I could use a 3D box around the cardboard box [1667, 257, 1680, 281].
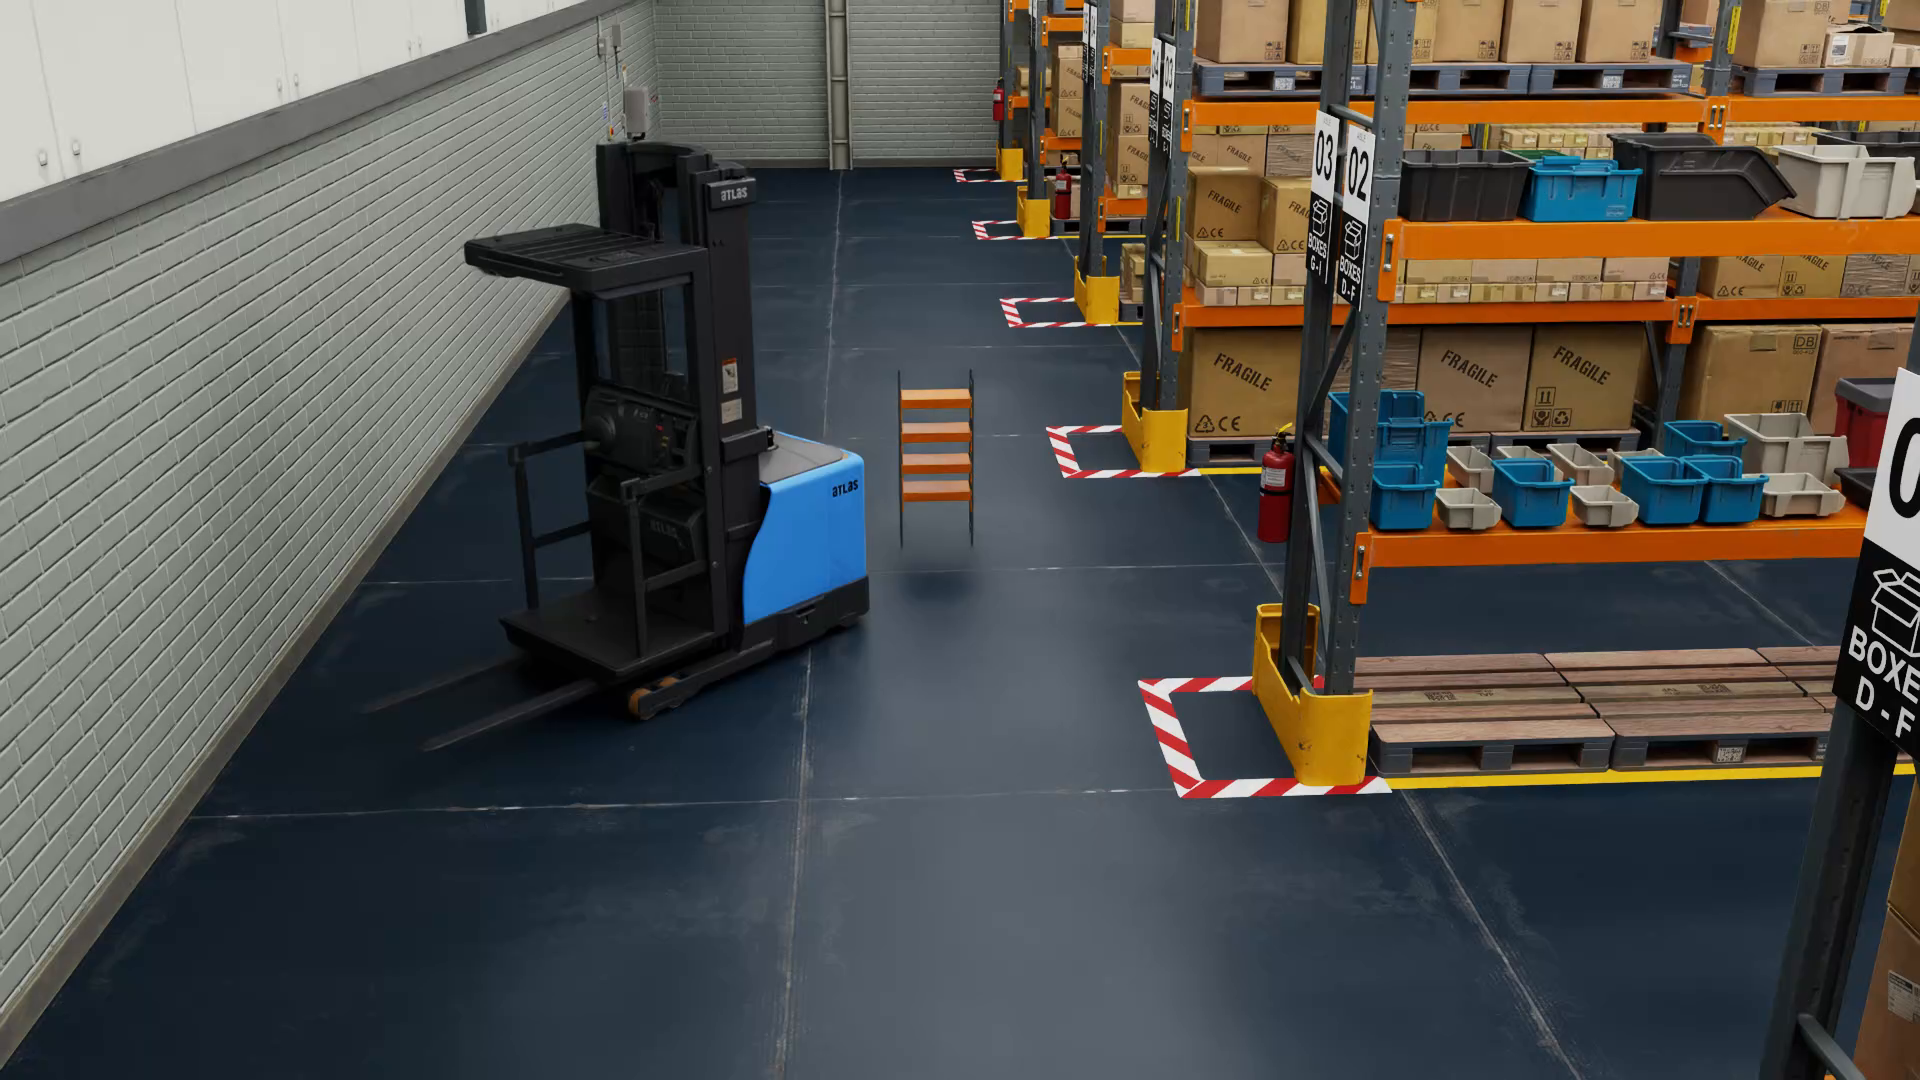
[{"bbox_3d":[6.034,-2.371,13.491,0.500,0.500,0.500,-1,21,-3],"label":"cardboard box"}]

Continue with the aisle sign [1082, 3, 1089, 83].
[{"bbox_3d":[1.317,-5.220,17.463,0.004,0.787,0.394,-1,21,-3],"label":"aisle sign"}]

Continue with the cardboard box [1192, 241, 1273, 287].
[{"bbox_3d":[2.084,-2.119,12.763,0.500,0.250,0.500,-2,21,-4],"label":"cardboard box"}]

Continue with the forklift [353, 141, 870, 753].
[{"bbox_3d":[-1.908,-0.594,9.062,1.130,2.935,3.031,17,27,38],"label":"forklift"}]

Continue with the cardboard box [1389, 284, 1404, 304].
[{"bbox_3d":[3.246,-1.936,12.843,0.250,0.149,0.380,-1,21,-4],"label":"cardboard box"}]

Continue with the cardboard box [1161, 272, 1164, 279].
[{"bbox_3d":[2.221,-2.808,17.779,0.250,0.149,0.380,-1,21,-3],"label":"cardboard box"}]

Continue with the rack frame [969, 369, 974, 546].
[{"bbox_3d":[0.078,-0.562,11.412,0.015,1.200,0.240,-1,21,-3],"label":"rack frame"}]

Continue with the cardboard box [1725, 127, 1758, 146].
[{"bbox_3d":[8.152,-4.230,17.443,0.250,0.149,0.380,-1,21,-1],"label":"cardboard box"}]

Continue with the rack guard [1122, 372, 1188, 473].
[{"bbox_3d":[1.565,-0.967,13.459,0.348,0.500,1.175,-1,21,-3],"label":"rack guard"}]

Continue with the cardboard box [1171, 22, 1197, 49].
[{"bbox_3d":[2.396,-5.159,16.952,0.500,0.250,0.500,-1,21,-1],"label":"cardboard box"}]

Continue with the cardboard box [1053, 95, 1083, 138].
[{"bbox_3d":[1.519,-5.611,22.002,0.500,0.500,0.500,-1,21,-3],"label":"cardboard box"}]

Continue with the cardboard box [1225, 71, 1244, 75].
[{"bbox_3d":[3.547,-6.123,21.942,0.500,0.500,0.500,-1,21,-2],"label":"cardboard box"}]

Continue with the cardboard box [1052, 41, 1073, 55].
[{"bbox_3d":[1.370,-6.552,22.157,0.250,0.149,0.380,-1,21,-2],"label":"cardboard box"}]

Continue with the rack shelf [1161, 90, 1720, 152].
[{"bbox_3d":[3.586,-3.242,12.717,4.000,0.370,1.077,-1,21,-3],"label":"rack shelf"}]

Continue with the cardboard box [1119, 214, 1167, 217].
[{"bbox_3d":[2.590,-4.726,22.829,0.875,0.438,0.875,-1,21,-2],"label":"cardboard box"}]

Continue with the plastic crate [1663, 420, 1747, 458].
[{"bbox_3d":[3.908,-0.459,8.763,0.300,0.233,0.416,-1,21,-3],"label":"plastic crate"}]

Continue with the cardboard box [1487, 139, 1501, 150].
[{"bbox_3d":[5.786,-4.277,17.985,0.250,0.149,0.380,-1,21,-1],"label":"cardboard box"}]

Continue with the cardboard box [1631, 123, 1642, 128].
[{"bbox_3d":[7.360,-4.448,18.015,0.250,0.149,0.380,-1,21,-4],"label":"cardboard box"}]

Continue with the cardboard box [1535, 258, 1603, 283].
[{"bbox_3d":[4.640,-2.173,12.905,0.500,0.250,0.500,-1,21,-1],"label":"cardboard box"}]

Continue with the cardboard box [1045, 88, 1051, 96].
[{"bbox_3d":[1.332,-7.233,26.756,0.250,0.149,0.380,-1,21,-2],"label":"cardboard box"}]

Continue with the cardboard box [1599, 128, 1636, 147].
[{"bbox_3d":[6.859,-4.205,17.376,0.250,0.149,0.380,-1,21,-4],"label":"cardboard box"}]

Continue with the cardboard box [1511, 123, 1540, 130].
[{"bbox_3d":[6.058,-4.422,17.945,0.250,0.149,0.380,-2,21,-5],"label":"cardboard box"}]

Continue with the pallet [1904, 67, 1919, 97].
[{"bbox_3d":[7.820,-3.557,12.796,1.213,0.211,1.003,0,21,-1],"label":"pallet"}]

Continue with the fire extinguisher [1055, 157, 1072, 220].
[{"bbox_3d":[1.129,-3.849,18.146,0.183,0.674,0.296,-1,21,-3],"label":"fire extinguisher"}]

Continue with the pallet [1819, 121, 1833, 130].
[{"bbox_3d":[12.233,-5.847,23.032,1.213,0.211,1.003,-1,21,-3],"label":"pallet"}]

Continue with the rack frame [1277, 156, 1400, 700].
[{"bbox_3d":[1.872,-0.377,8.395,0.127,3.000,1.000,-1,21,-3],"label":"rack frame"}]

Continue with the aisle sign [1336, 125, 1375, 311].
[{"bbox_3d":[1.817,-1.485,7.651,0.004,0.787,0.394,-1,21,-3],"label":"aisle sign"}]

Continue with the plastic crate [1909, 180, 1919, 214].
[{"bbox_3d":[4.617,-1.576,7.698,0.466,0.136,0.293,-1,21,-3],"label":"plastic crate"}]

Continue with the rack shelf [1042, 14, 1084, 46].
[{"bbox_3d":[3.020,-6.763,21.963,4.000,0.370,1.077,-1,21,-3],"label":"rack shelf"}]

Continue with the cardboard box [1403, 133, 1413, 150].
[{"bbox_3d":[4.415,-4.047,17.476,0.500,0.500,0.500,-2,21,-5],"label":"cardboard box"}]

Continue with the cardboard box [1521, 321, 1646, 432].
[{"bbox_3d":[4.919,-1.436,13.572,0.875,0.875,0.875,-1,21,-3],"label":"cardboard box"}]

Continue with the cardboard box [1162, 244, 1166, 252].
[{"bbox_3d":[2.175,-3.128,18.200,0.250,0.149,0.380,-1,21,-2],"label":"cardboard box"}]

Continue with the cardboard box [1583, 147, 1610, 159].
[{"bbox_3d":[6.596,-4.061,17.416,0.250,0.149,0.380,-2,21,-5],"label":"cardboard box"}]

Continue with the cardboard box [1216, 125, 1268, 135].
[{"bbox_3d":[2.894,-4.483,17.217,0.500,0.500,0.500,-2,21,-4],"label":"cardboard box"}]

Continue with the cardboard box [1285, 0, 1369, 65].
[{"bbox_3d":[2.674,-3.826,12.367,0.500,0.500,0.700,-2,21,-5],"label":"cardboard box"}]

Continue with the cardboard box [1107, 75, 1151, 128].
[{"bbox_3d":[1.850,-4.651,17.657,0.500,0.500,0.500,-2,21,-4],"label":"cardboard box"}]

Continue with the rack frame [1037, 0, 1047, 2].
[{"bbox_3d":[1.023,-8.460,21.195,0.127,3.000,1.000,-1,21,-3],"label":"rack frame"}]

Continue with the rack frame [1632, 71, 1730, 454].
[{"bbox_3d":[5.583,-2.217,13.229,0.127,3.000,1.000,-1,21,-3],"label":"rack frame"}]

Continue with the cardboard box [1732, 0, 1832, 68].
[{"bbox_3d":[6.161,-3.878,12.643,0.500,0.500,0.700,-1,21,-2],"label":"cardboard box"}]

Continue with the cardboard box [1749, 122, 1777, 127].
[{"bbox_3d":[8.653,-4.473,18.079,0.250,0.149,0.380,-2,21,-5],"label":"cardboard box"}]

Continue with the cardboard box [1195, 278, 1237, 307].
[{"bbox_3d":[1.962,-1.909,12.772,0.250,0.149,0.380,-1,21,-2],"label":"cardboard box"}]

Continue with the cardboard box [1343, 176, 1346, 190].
[{"bbox_3d":[3.100,-2.492,12.690,0.500,0.500,0.500,-2,21,-5],"label":"cardboard box"}]

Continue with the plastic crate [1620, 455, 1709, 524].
[{"bbox_3d":[3.452,-0.241,8.190,0.300,0.233,0.416,-1,21,-3],"label":"plastic crate"}]

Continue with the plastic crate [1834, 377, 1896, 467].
[{"bbox_3d":[4.960,-0.587,8.772,0.583,0.464,0.402,-1,21,-3],"label":"plastic crate"}]

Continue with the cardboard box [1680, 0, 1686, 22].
[{"bbox_3d":[7.811,-5.569,17.677,0.500,0.500,0.500,-1,21,-3],"label":"cardboard box"}]

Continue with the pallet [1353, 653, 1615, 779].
[{"bbox_3d":[2.697,0.924,8.899,1.213,0.211,1.003,-1,21,-3],"label":"pallet"}]

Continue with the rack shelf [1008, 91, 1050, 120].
[{"bbox_3d":[2.733,-7.124,27.128,4.000,0.370,1.077,-1,21,-3],"label":"rack shelf"}]

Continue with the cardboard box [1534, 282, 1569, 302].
[{"bbox_3d":[4.527,-1.962,12.911,0.250,0.149,0.380,-1,21,-2],"label":"cardboard box"}]

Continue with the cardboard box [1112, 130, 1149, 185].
[{"bbox_3d":[1.871,-3.997,17.345,0.500,0.500,0.500,0,21,0],"label":"cardboard box"}]

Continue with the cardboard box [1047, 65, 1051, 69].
[{"bbox_3d":[1.695,-7.602,27.166,0.500,0.250,0.500,-1,21,-3],"label":"cardboard box"}]

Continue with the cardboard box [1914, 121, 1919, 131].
[{"bbox_3d":[10.347,-4.593,17.923,0.500,0.500,0.700,-1,21,-4],"label":"cardboard box"}]

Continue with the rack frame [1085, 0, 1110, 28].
[{"bbox_3d":[1.407,-6.704,16.582,0.127,3.000,1.000,-1,21,-3],"label":"rack frame"}]

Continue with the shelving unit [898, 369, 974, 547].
[{"bbox_3d":[-0.165,-0.557,11.399,0.503,1.200,0.258,-1,21,-3],"label":"shelving unit"}]

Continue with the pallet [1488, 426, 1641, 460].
[{"bbox_3d":[4.819,-0.927,13.758,1.213,0.211,1.003,-1,21,-3],"label":"pallet"}]

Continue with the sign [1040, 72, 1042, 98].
[{"bbox_3d":[1.049,-5.901,21.576,0.005,0.325,0.100,-1,21,-3],"label":"sign"}]

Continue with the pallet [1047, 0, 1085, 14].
[{"bbox_3d":[1.764,-7.036,21.794,1.213,0.211,1.003,-1,21,-3],"label":"pallet"}]
